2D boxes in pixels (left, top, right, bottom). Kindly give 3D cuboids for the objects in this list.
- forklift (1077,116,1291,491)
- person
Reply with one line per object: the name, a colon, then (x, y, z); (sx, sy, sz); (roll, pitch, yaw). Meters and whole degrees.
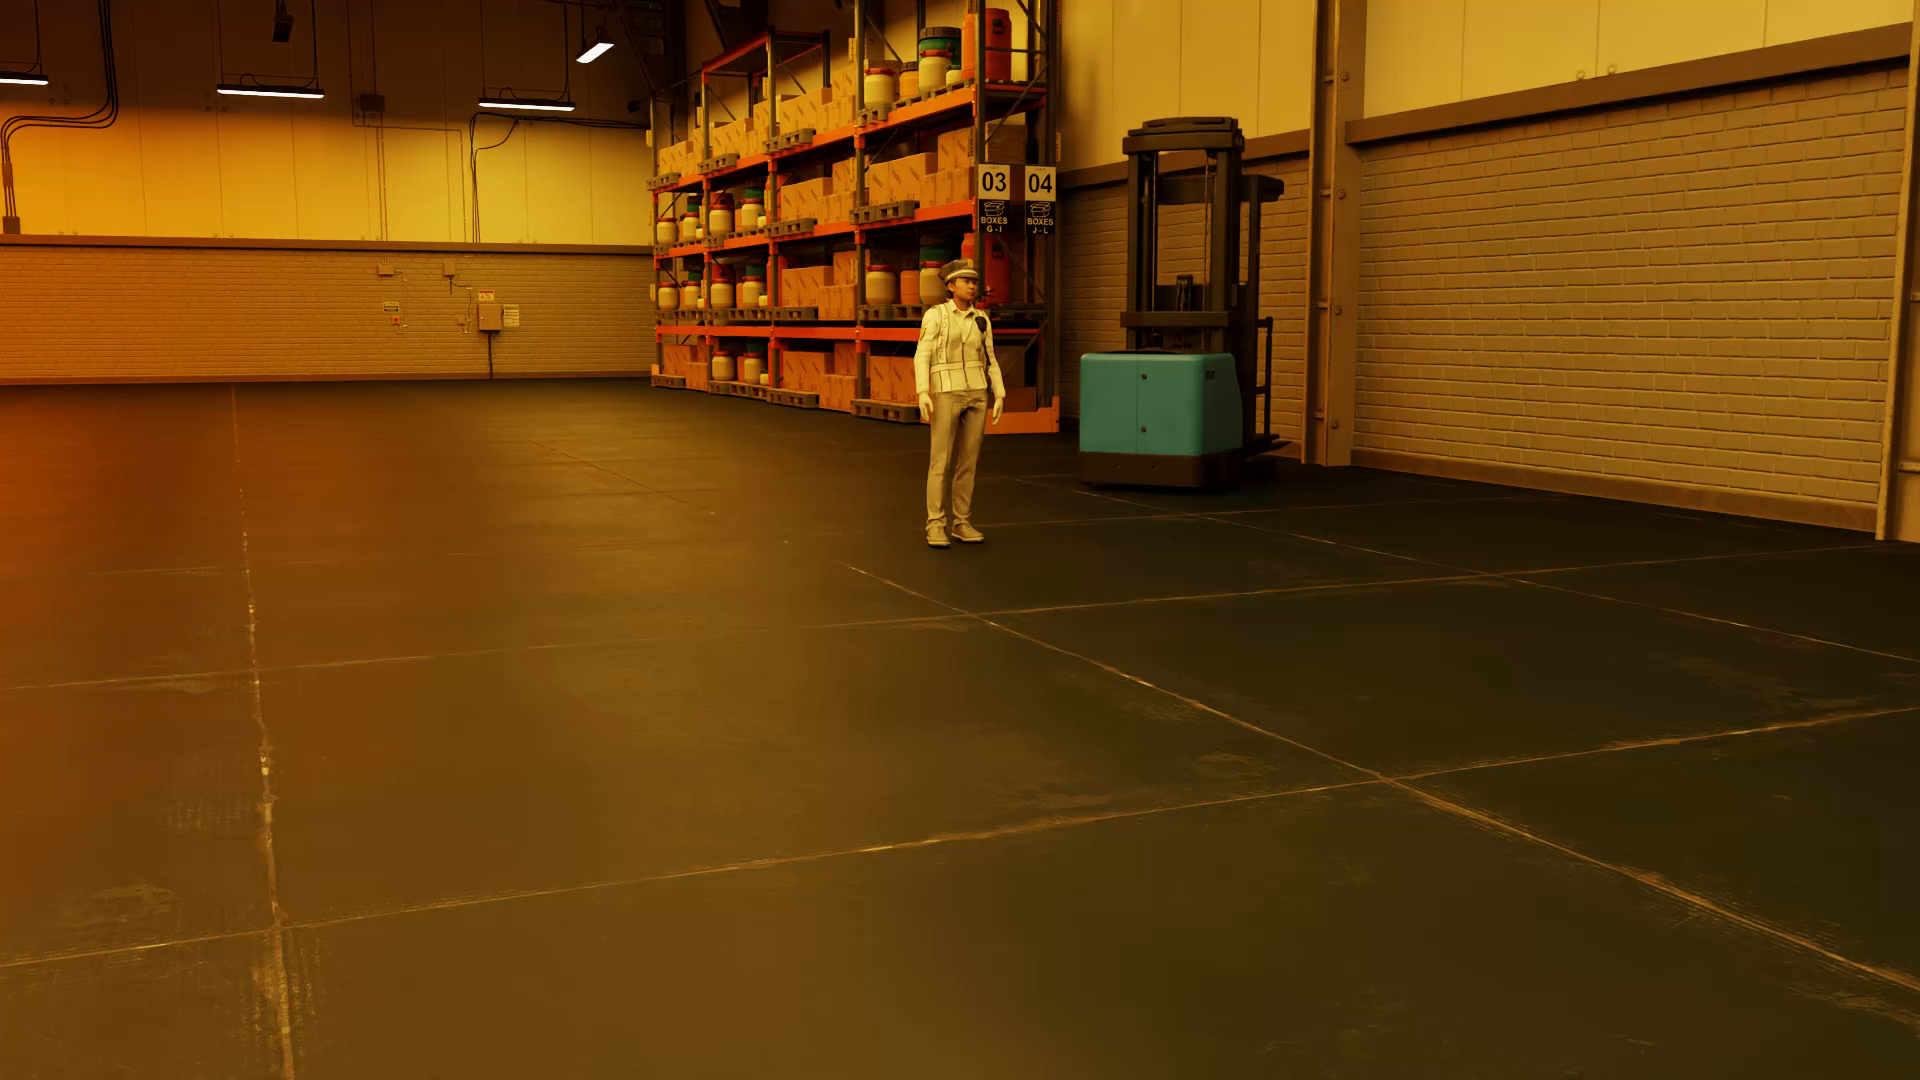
forklift: (2.051, -1.984, 13.993); (1.130, 2.935, 3.031); (4, 8, 27)
person: (0.021, -0.839, 9.978); (0.588, 1.695, 0.531); (-3, 8, -23)
